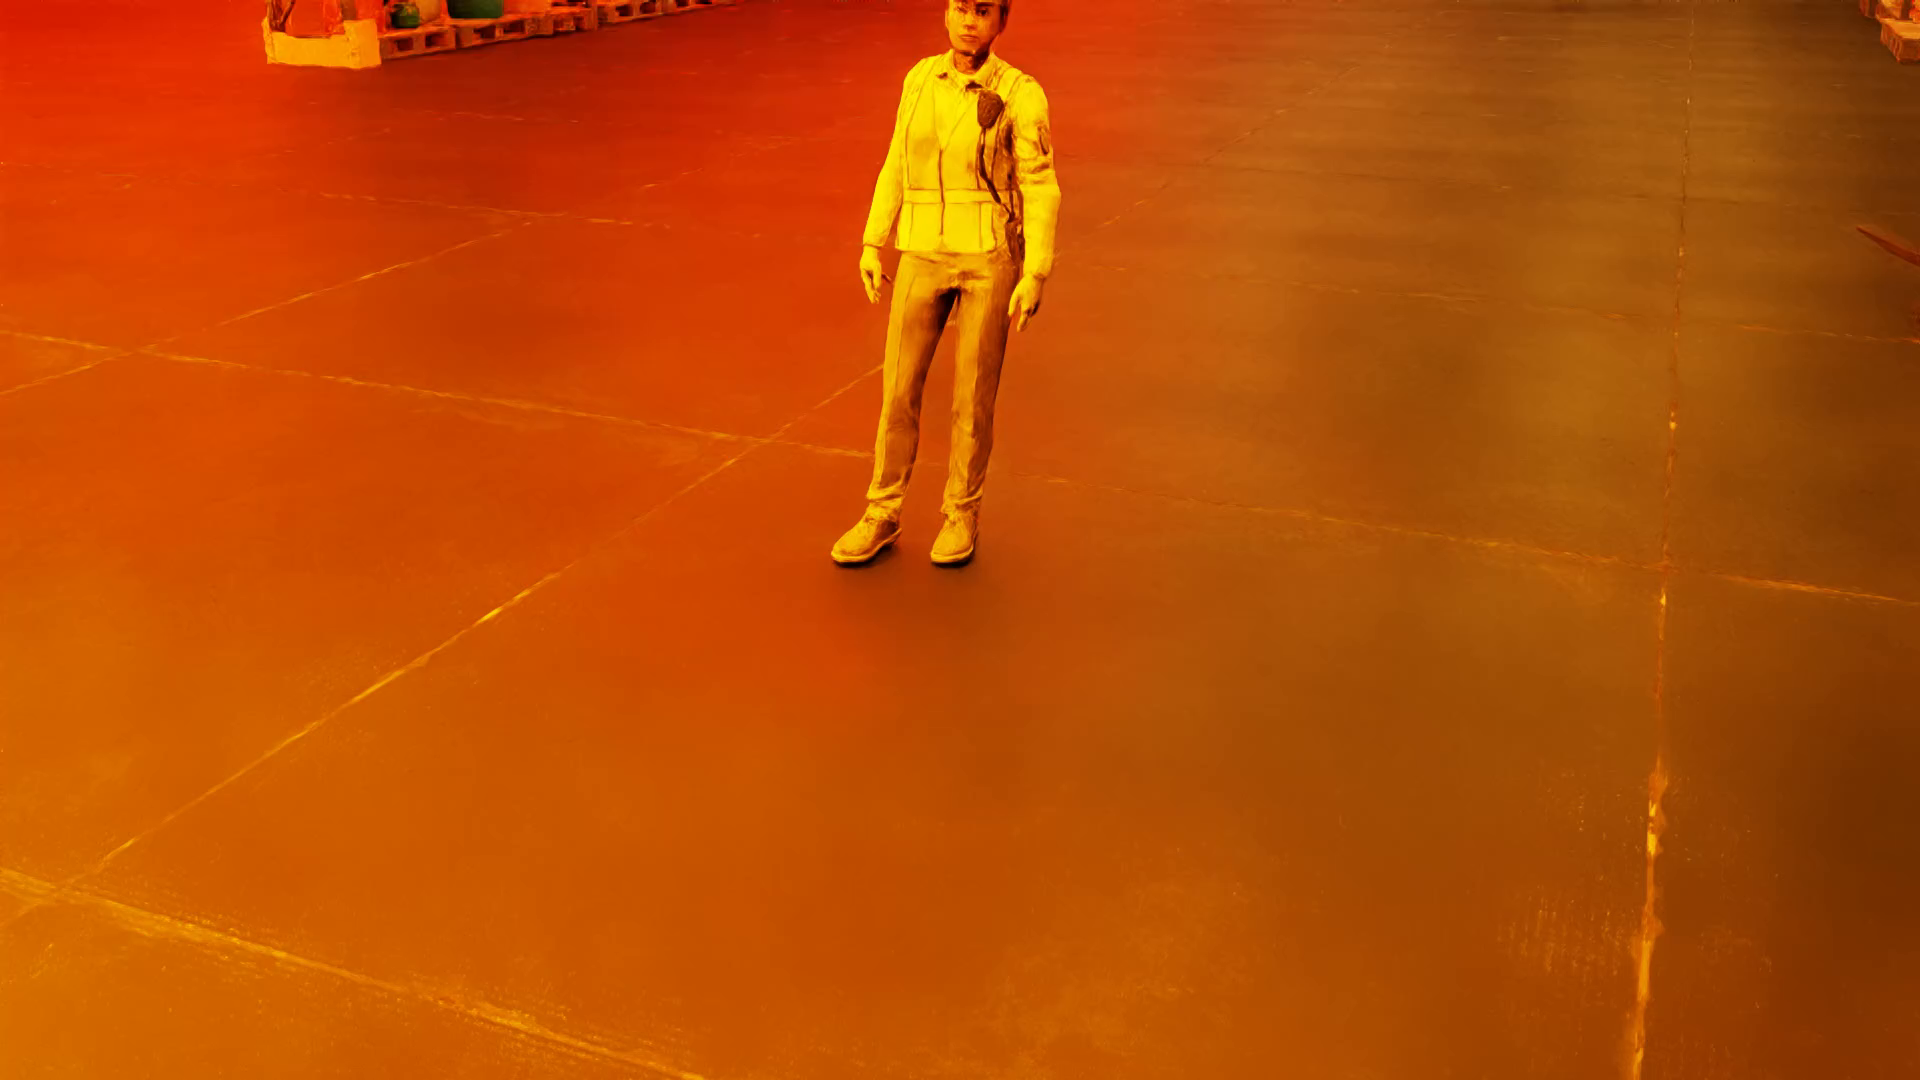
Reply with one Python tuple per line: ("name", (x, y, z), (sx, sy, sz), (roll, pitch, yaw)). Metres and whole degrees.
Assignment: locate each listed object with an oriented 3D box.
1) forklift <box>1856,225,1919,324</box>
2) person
("forklift", (4.720, -2.122, 6.369), (1.130, 2.935, 3.031), (1, 23, 2))
("person", (-0.032, -0.766, 4.708), (0.586, 1.695, 0.533), (9, 24, 21))
